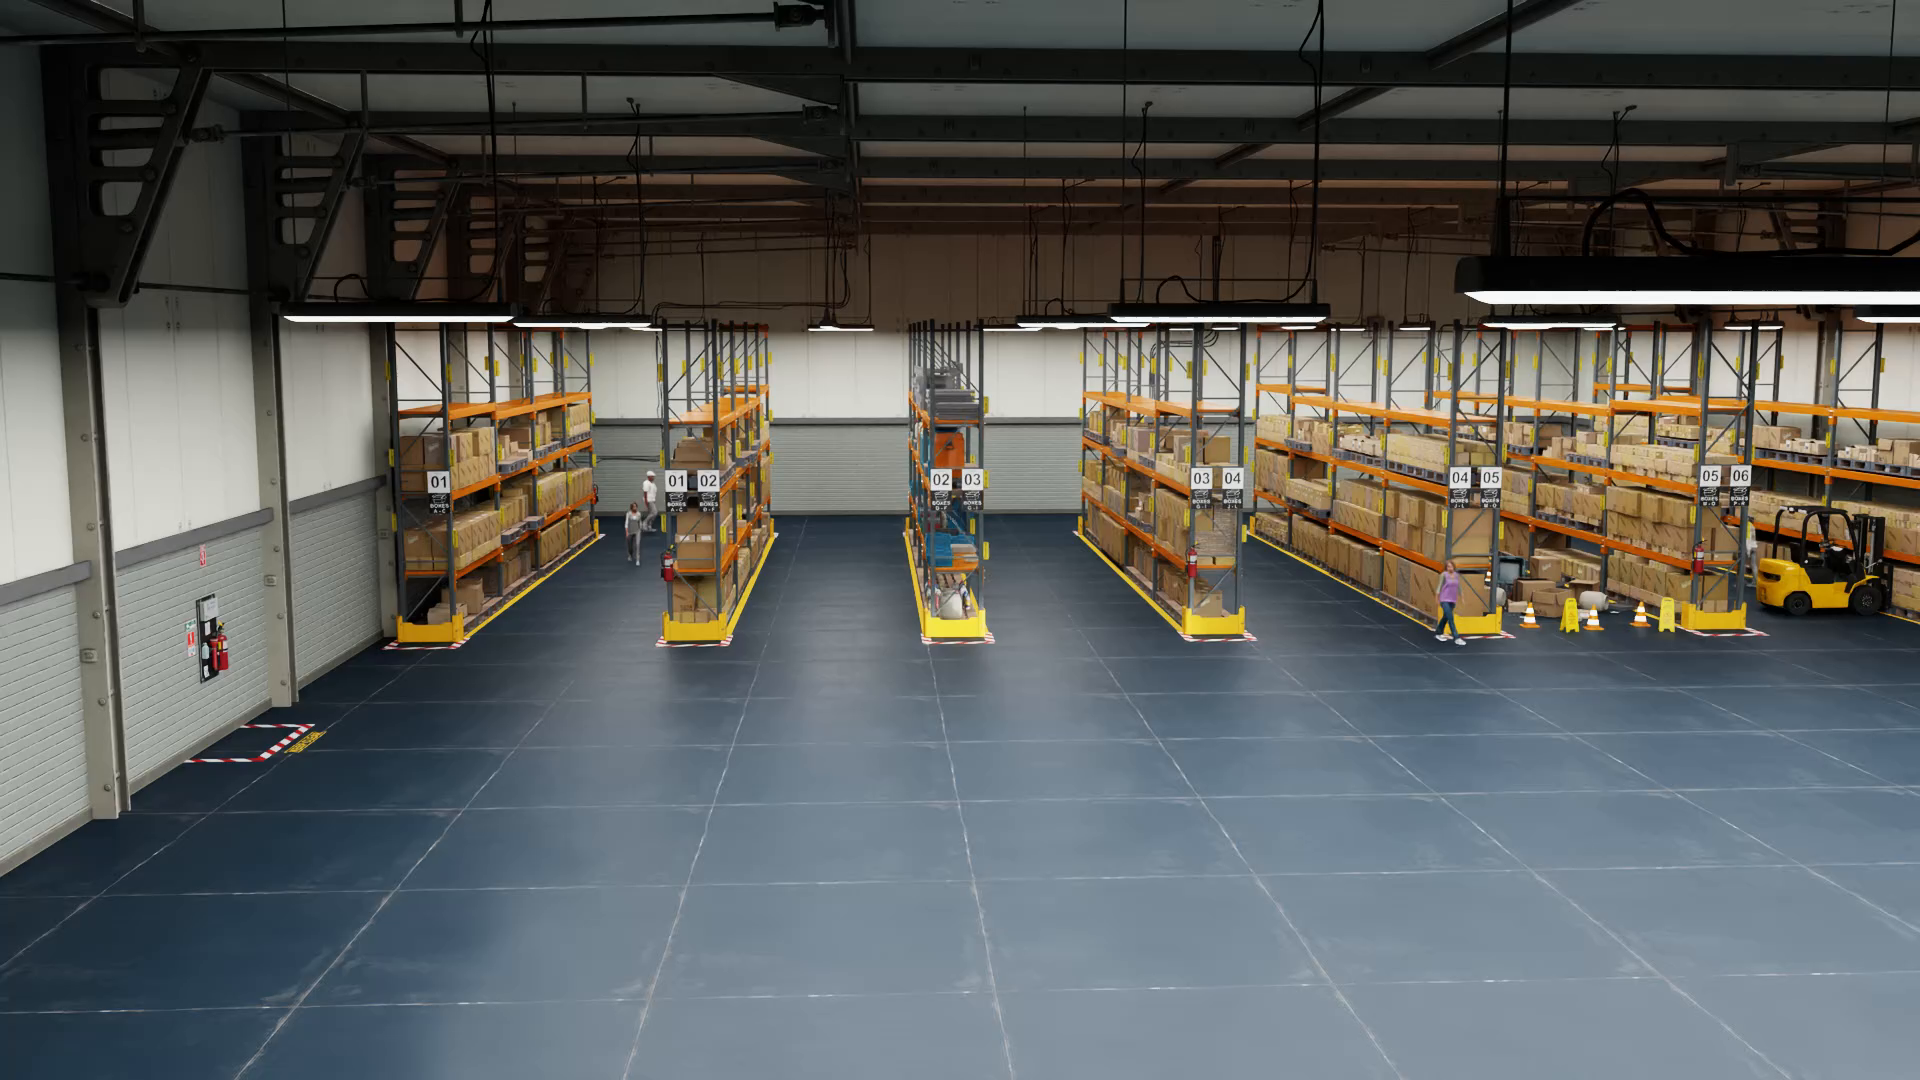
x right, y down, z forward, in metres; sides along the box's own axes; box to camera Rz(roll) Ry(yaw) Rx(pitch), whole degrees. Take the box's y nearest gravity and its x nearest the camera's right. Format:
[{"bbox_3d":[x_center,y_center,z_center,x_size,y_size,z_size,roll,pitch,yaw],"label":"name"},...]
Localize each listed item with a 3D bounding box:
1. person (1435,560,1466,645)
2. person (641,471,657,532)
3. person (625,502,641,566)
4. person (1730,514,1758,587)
[{"bbox_3d":[9.096,1.140,30.734,0.436,1.559,0.911,-3,8,-23],"label":"person"},{"bbox_3d":[-9.000,-1.117,48.157,0.478,1.763,0.602,-1,7,-4],"label":"person"},{"bbox_3d":[-8.133,-0.179,41.416,0.406,1.553,0.888,-1,7,-12],"label":"person"},{"bbox_3d":[17.928,0.254,37.783,0.461,1.708,0.667,-2,7,-16],"label":"person"}]
